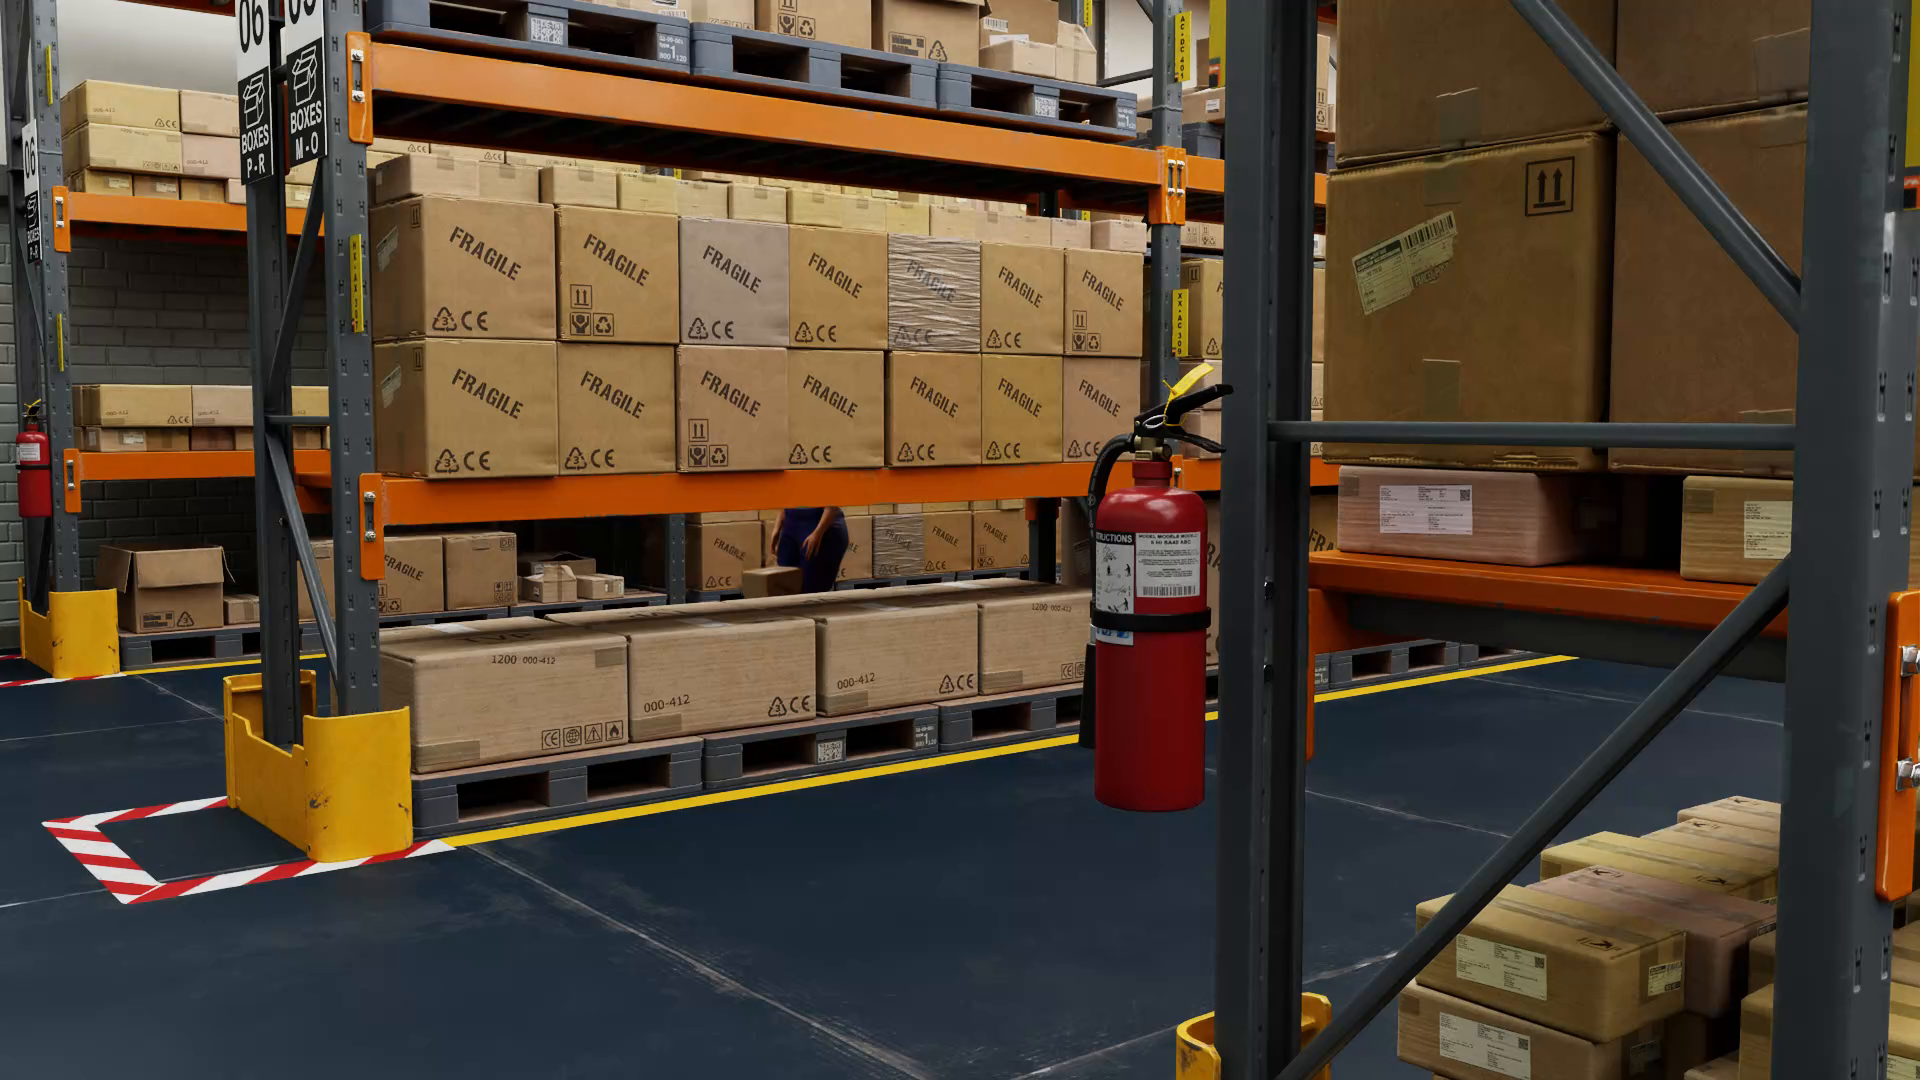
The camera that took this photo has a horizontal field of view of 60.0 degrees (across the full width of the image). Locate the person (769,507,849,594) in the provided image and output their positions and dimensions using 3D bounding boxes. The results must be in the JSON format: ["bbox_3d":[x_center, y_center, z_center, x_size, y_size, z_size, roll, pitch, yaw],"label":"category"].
[{"bbox_3d":[-0.874,-0.008,9.380,0.421,1.655,0.524,-4,6,-40],"label":"person"}]
